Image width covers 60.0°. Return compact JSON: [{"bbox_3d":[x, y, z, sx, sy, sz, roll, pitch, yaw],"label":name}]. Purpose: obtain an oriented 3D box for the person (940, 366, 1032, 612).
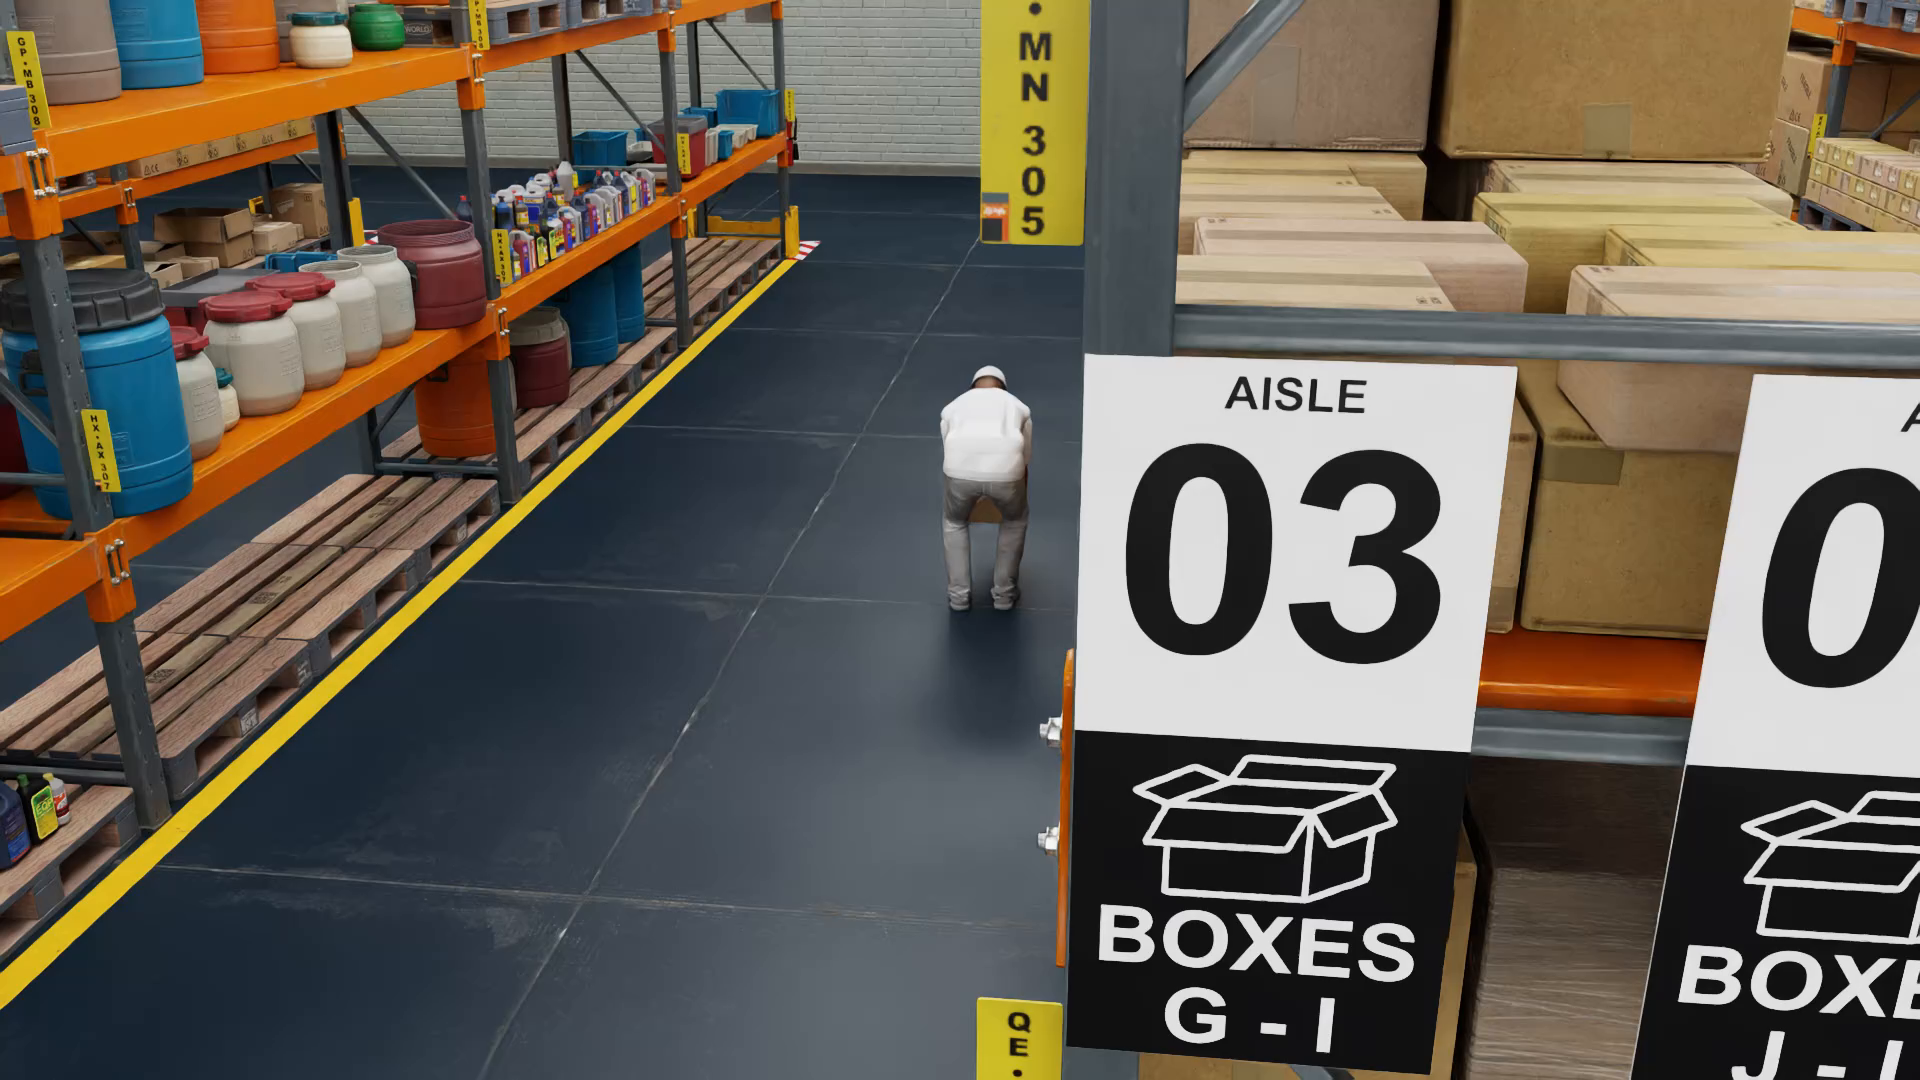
[{"bbox_3d":[0.136,-0.278,9.075,0.501,1.187,0.954,2,21,4],"label":"person"}]
